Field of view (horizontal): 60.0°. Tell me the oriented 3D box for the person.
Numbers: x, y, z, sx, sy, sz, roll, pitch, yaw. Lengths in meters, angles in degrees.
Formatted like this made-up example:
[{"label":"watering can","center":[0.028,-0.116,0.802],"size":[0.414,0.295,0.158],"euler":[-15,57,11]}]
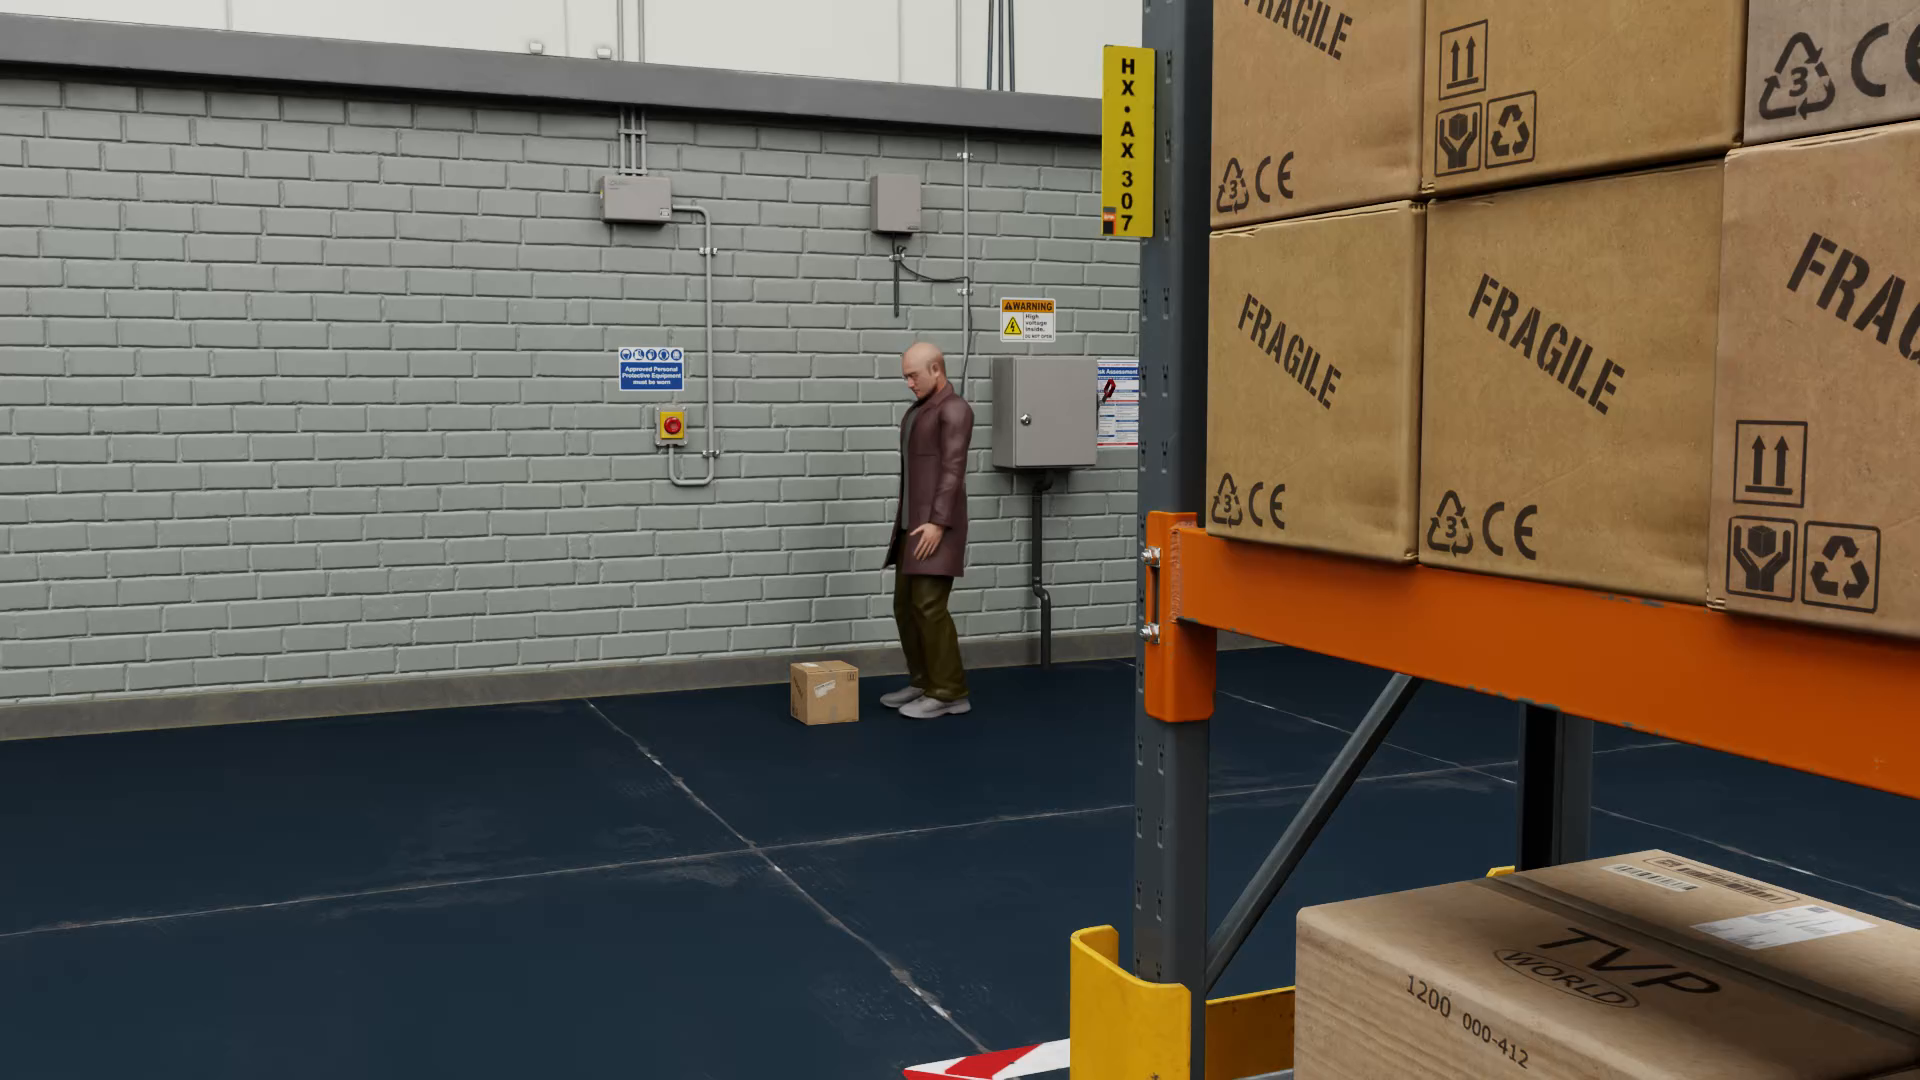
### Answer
[{"label":"person","center":[-0.215,0.222,7.880],"size":[0.816,1.211,0.627],"euler":[-2,6,-24]}]
